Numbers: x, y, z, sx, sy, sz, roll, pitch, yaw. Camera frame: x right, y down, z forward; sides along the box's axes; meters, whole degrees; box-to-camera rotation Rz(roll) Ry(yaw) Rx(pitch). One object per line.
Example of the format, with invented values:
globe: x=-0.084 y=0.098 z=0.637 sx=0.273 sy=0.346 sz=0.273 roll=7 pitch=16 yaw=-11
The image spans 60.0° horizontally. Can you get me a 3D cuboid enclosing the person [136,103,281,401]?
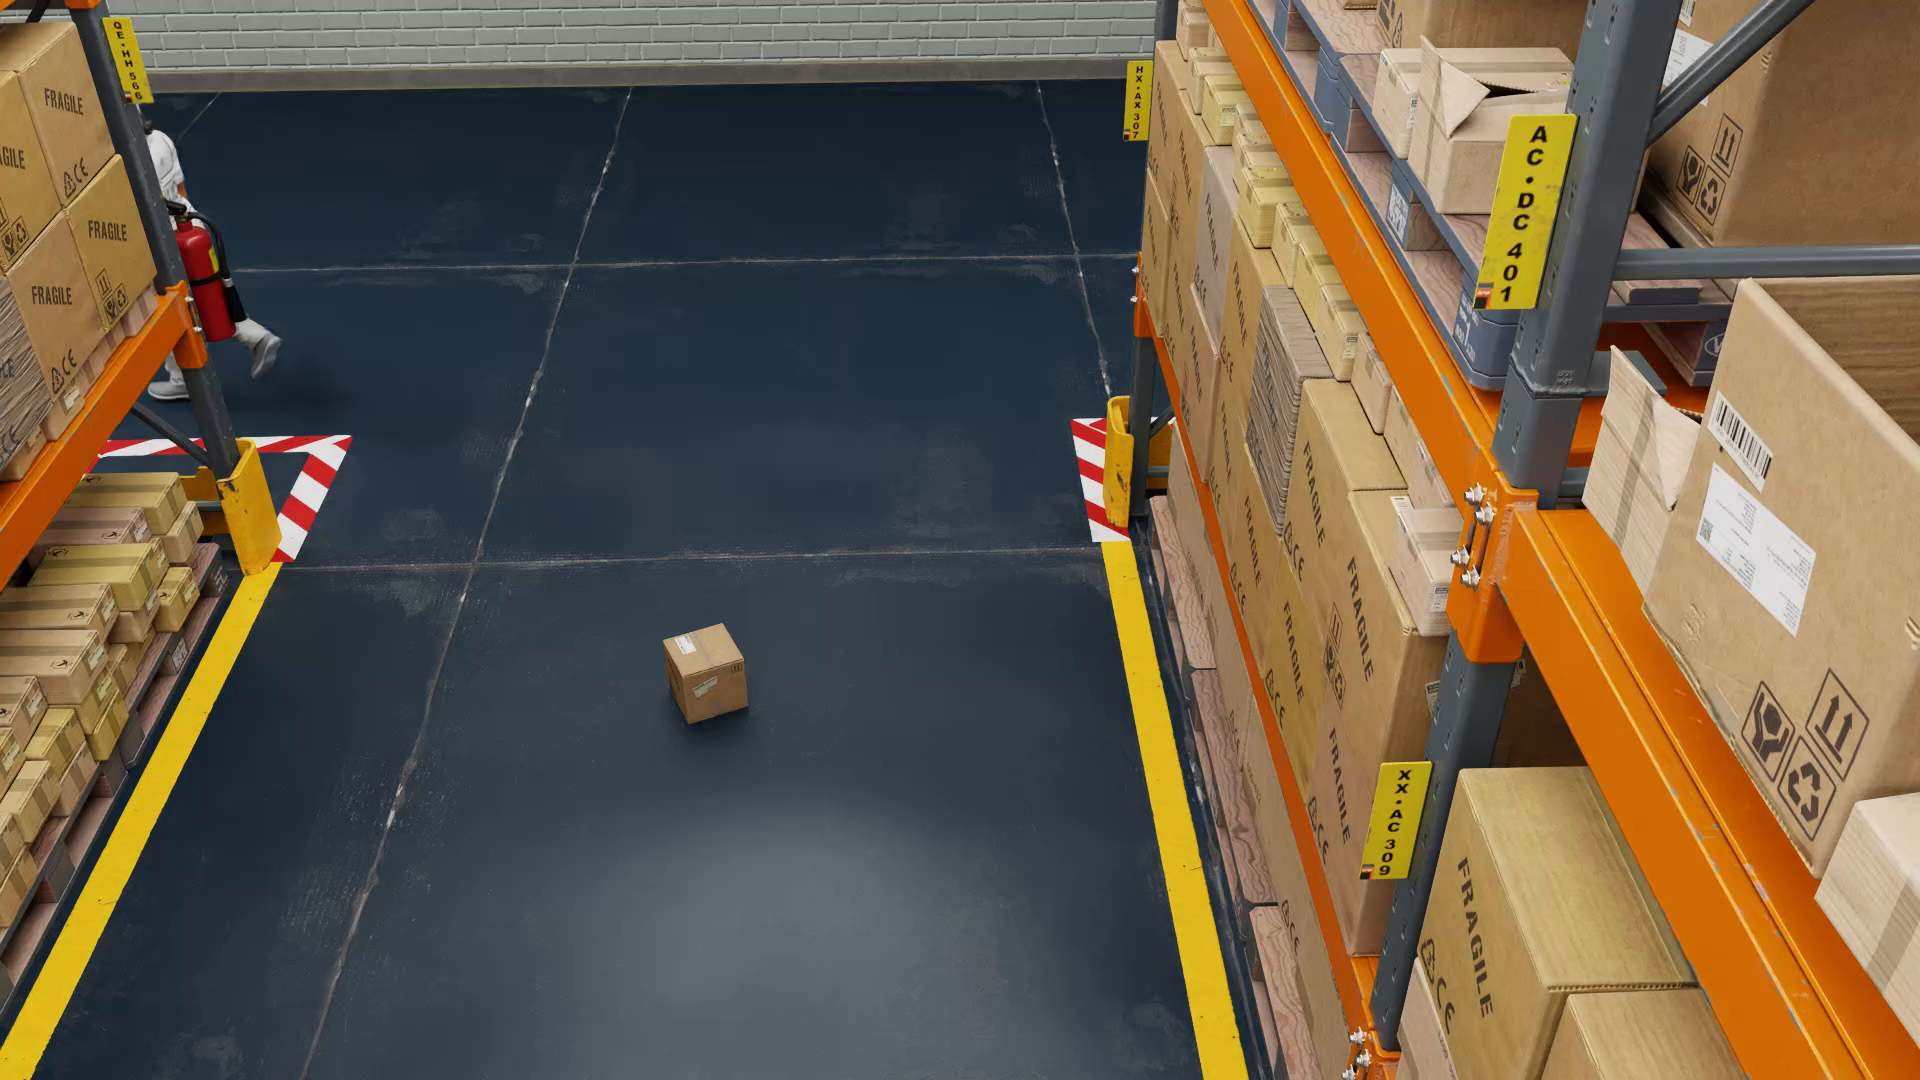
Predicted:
person: x=-3.839 y=-1.406 z=8.109 sx=0.704 sy=1.631 sz=0.487 roll=4 pitch=36 yaw=6
